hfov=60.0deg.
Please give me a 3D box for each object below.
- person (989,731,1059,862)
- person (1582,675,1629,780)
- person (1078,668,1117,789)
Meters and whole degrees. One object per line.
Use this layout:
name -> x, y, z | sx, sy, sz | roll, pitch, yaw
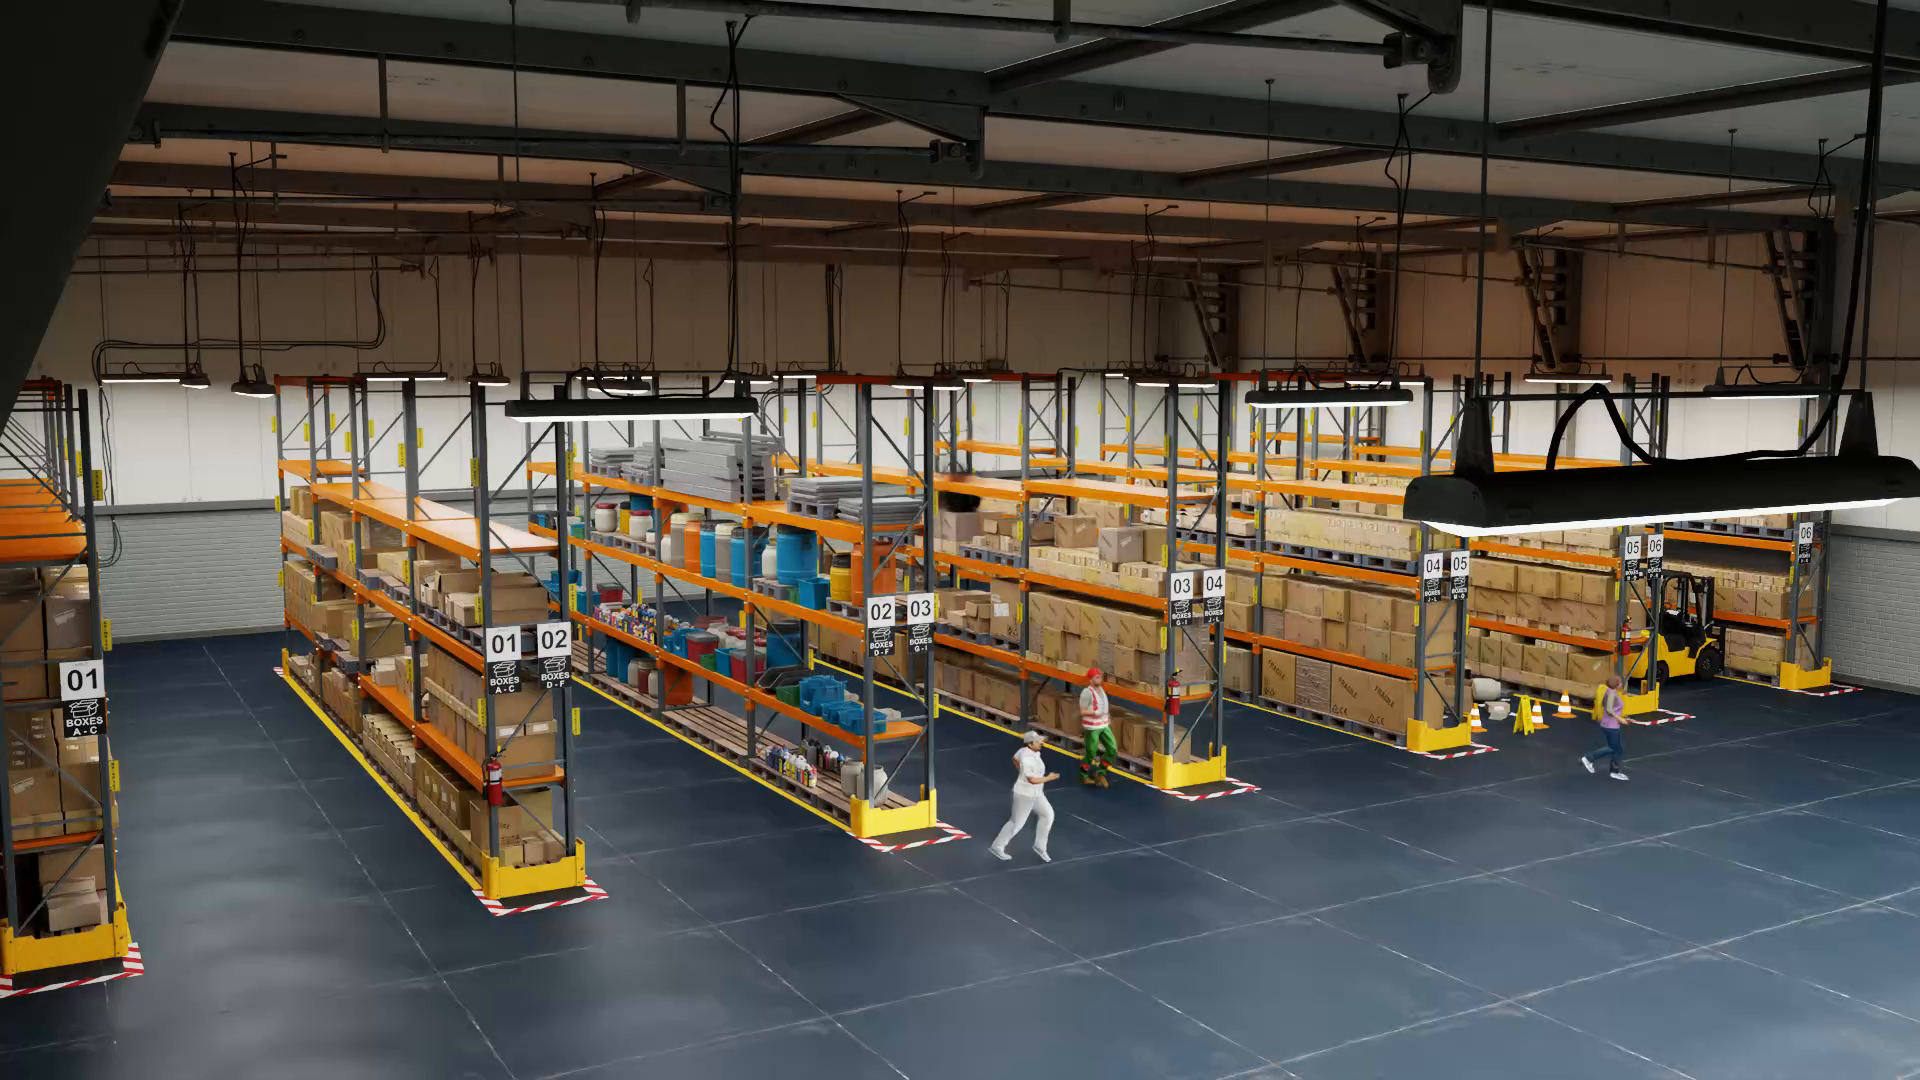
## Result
person -> 0.822, 3.232, 20.901 | 0.873, 1.710, 0.609 | 1, 6, 11
person -> 9.760, 2.816, 25.071 | 0.680, 1.594, 0.566 | 2, 7, 21
person -> 2.031, 2.775, 24.437 | 0.642, 1.807, 0.677 | -5, 8, -41
